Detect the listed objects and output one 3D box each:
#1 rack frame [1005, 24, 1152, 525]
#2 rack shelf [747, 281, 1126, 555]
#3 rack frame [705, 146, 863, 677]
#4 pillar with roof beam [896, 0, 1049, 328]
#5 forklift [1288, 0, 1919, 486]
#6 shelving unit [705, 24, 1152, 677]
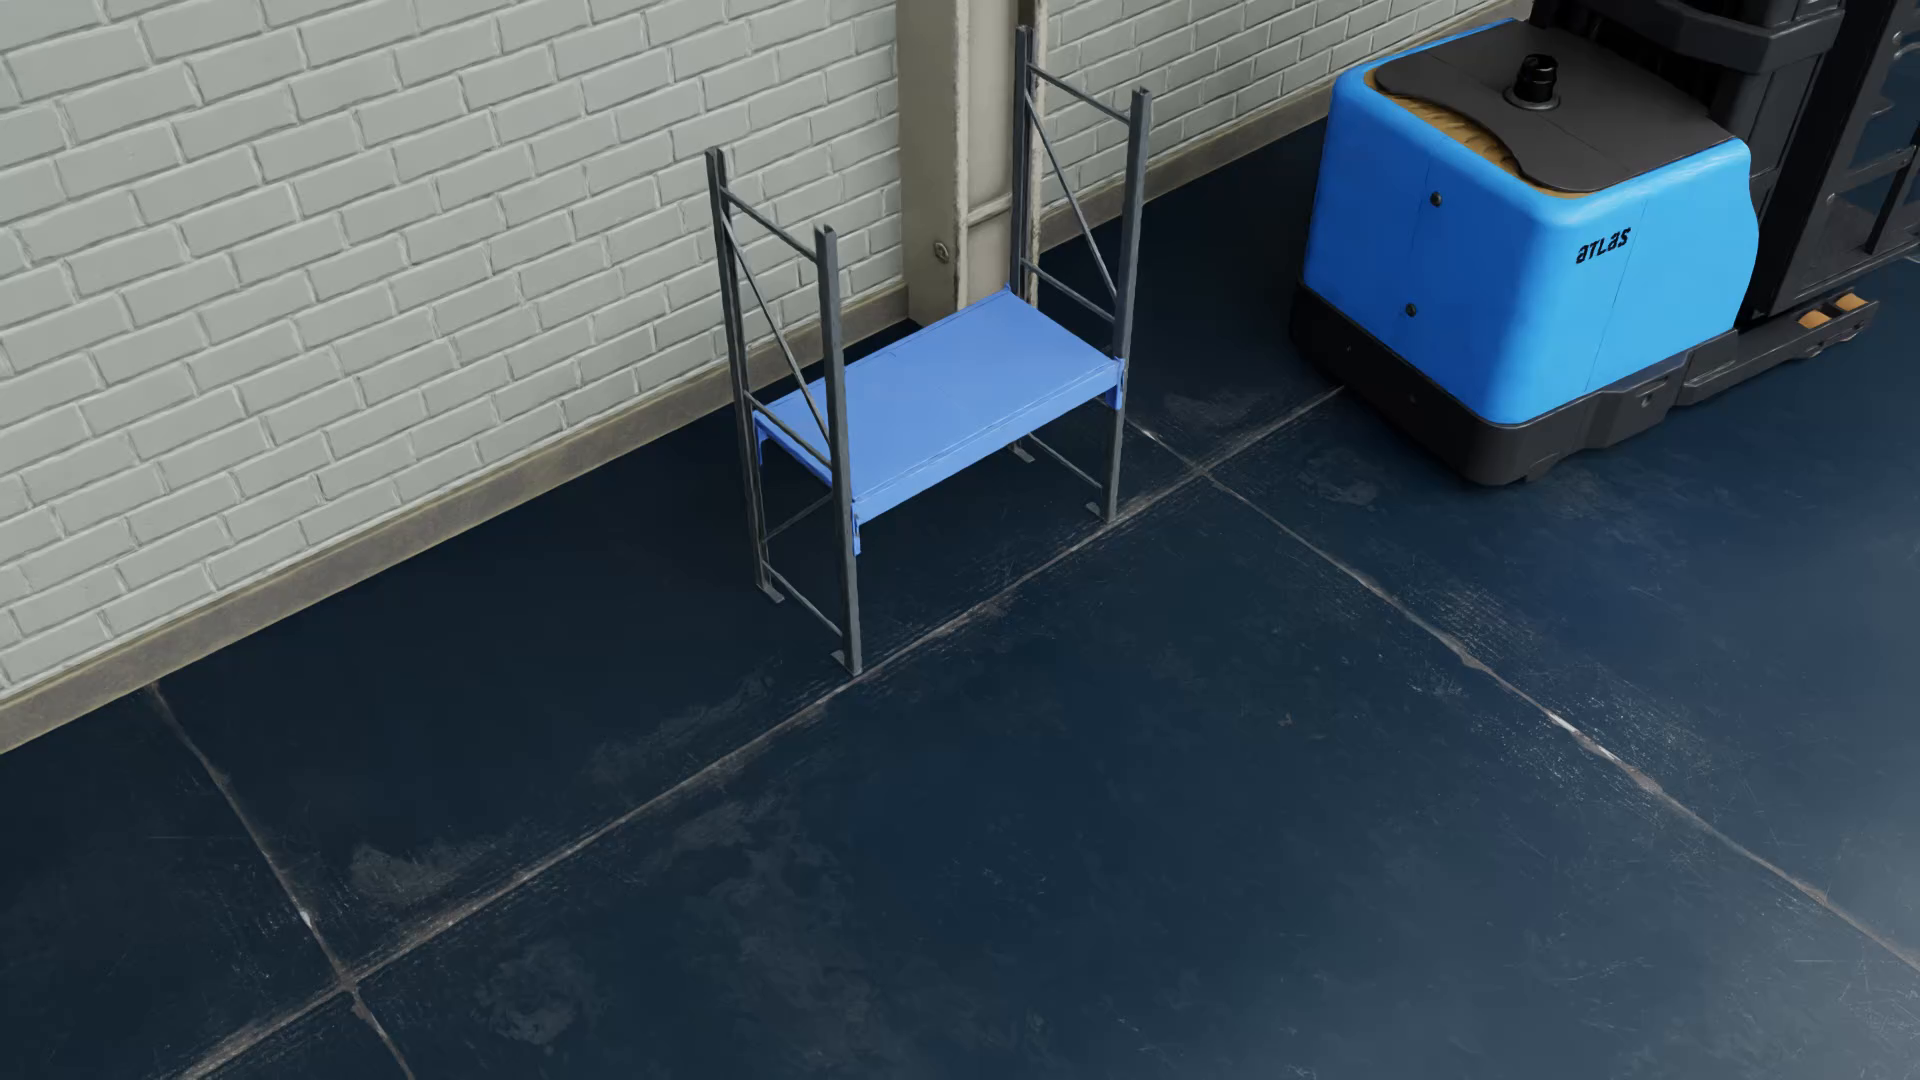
[{"bbox_3d":[0.325,-0.732,4.934,0.032,1.500,0.500,-30,51,-28],"label":"rack frame"},{"bbox_3d":[-0.065,-0.378,4.820,1.000,0.185,0.538,-30,51,-28],"label":"rack shelf"},{"bbox_3d":[-0.455,-0.286,4.459,0.032,1.500,0.500,-30,51,-28],"label":"rack frame"},{"bbox_3d":[2.803,-1.867,0.664,0.400,9.000,9.100,-30,51,-28],"label":"pillar with roof beam"},{"bbox_3d":[2.696,-2.006,5.245,3.031,2.935,1.130,-23,48,-22],"label":"forklift"},{"bbox_3d":[-0.065,-0.509,4.697,1.048,1.500,0.538,-30,51,-28],"label":"shelving unit"}]
